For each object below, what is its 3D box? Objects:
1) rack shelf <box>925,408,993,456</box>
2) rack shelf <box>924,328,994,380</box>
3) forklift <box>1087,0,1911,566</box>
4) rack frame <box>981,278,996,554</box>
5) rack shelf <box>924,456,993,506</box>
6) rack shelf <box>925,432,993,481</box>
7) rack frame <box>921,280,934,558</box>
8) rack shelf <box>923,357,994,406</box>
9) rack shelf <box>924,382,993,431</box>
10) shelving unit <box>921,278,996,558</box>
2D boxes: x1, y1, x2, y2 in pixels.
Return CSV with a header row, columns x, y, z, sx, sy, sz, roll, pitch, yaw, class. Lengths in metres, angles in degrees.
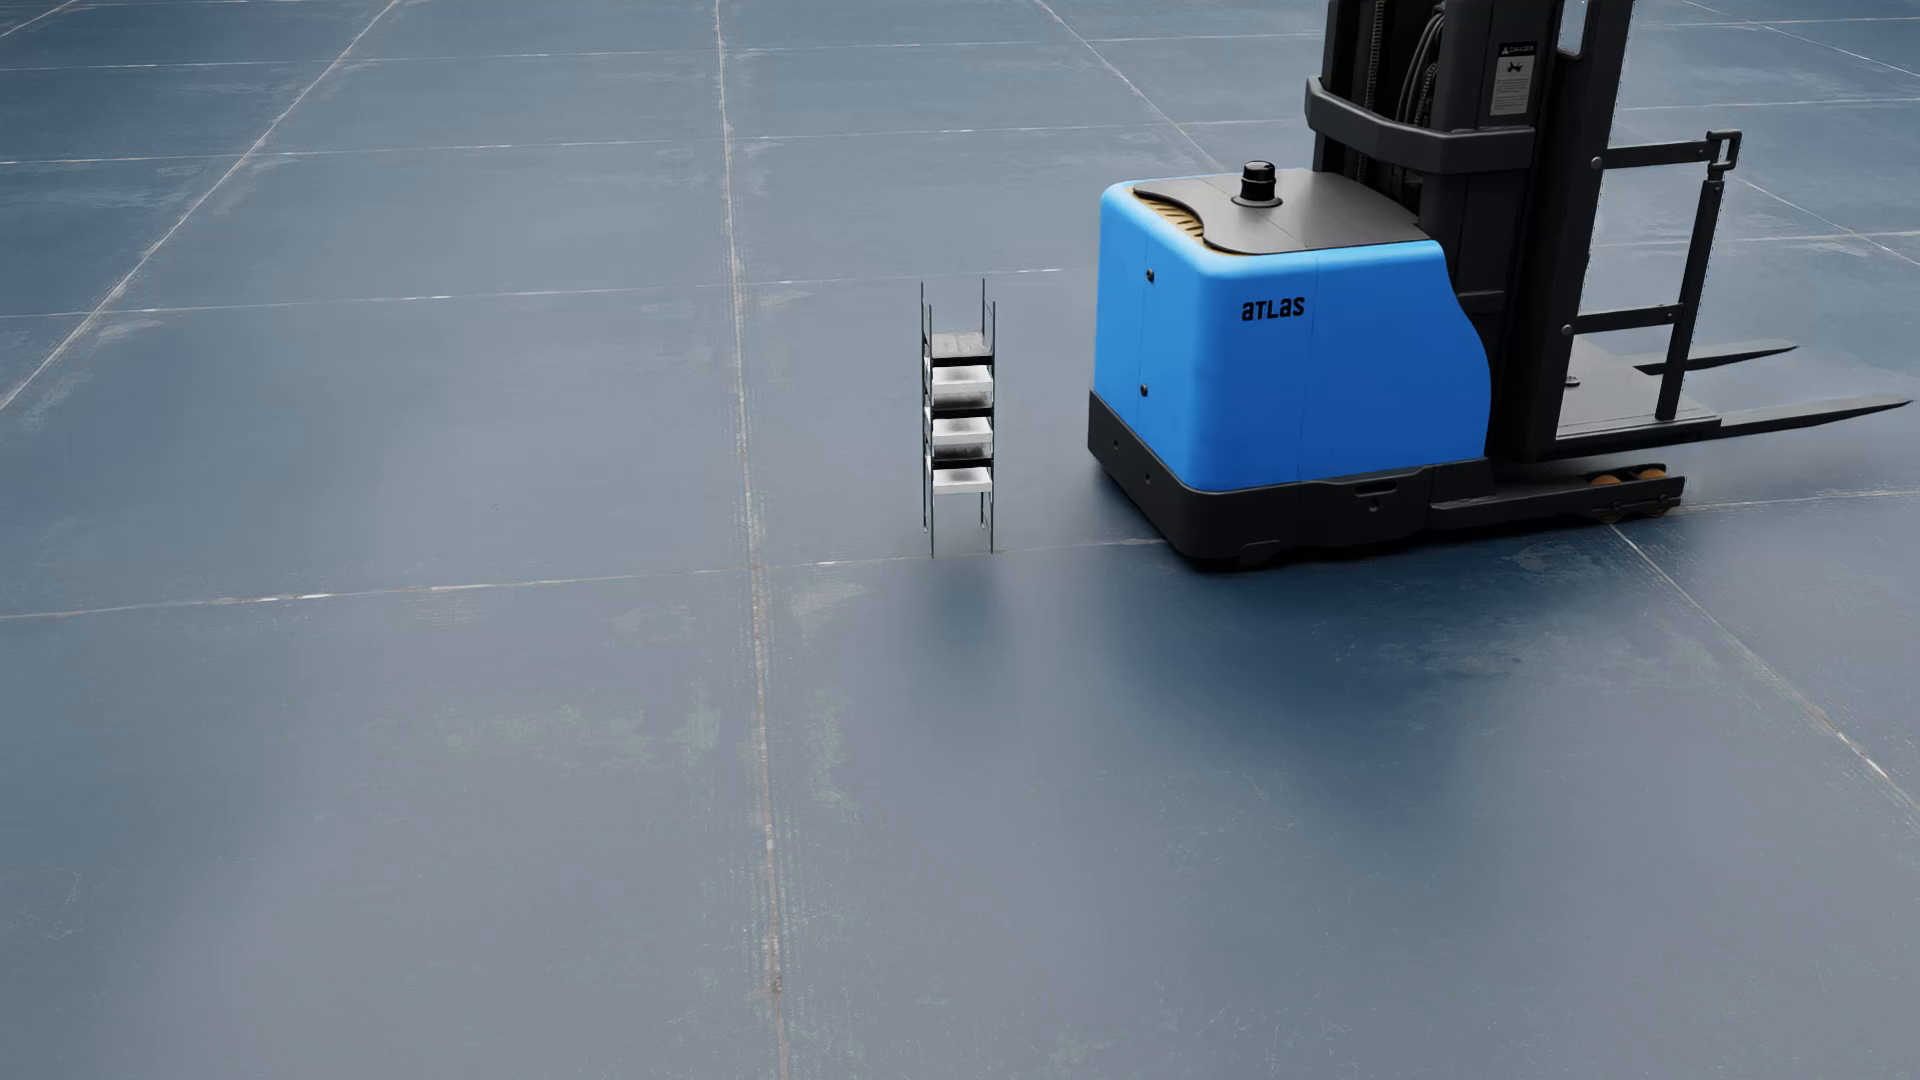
x,y,z,sx,sy,sz,roll,pitch,yaw,class
-0.008,-0.370,5.559,0.200,0.077,0.258,-4,27,-7,rack shelf
-0.008,-0.610,5.436,0.200,0.077,0.258,-4,27,-7,rack shelf
2.056,-1.586,5.631,3.031,2.935,1.130,-8,28,-14,forklift
0.093,-0.406,5.556,0.006,0.900,0.240,-4,27,-7,rack frame
-0.008,-0.210,5.641,0.200,0.077,0.258,-4,27,-7,rack shelf
-0.008,-0.290,5.600,0.200,0.077,0.258,-4,27,-7,rack shelf
-0.109,-0.393,5.531,0.006,0.900,0.240,-4,27,-7,rack frame
-0.008,-0.530,5.477,0.200,0.077,0.258,-4,27,-7,rack shelf
-0.008,-0.450,5.518,0.200,0.077,0.258,-4,27,-7,rack shelf
-0.008,-0.400,5.544,0.210,0.900,0.258,-4,27,-7,shelving unit
